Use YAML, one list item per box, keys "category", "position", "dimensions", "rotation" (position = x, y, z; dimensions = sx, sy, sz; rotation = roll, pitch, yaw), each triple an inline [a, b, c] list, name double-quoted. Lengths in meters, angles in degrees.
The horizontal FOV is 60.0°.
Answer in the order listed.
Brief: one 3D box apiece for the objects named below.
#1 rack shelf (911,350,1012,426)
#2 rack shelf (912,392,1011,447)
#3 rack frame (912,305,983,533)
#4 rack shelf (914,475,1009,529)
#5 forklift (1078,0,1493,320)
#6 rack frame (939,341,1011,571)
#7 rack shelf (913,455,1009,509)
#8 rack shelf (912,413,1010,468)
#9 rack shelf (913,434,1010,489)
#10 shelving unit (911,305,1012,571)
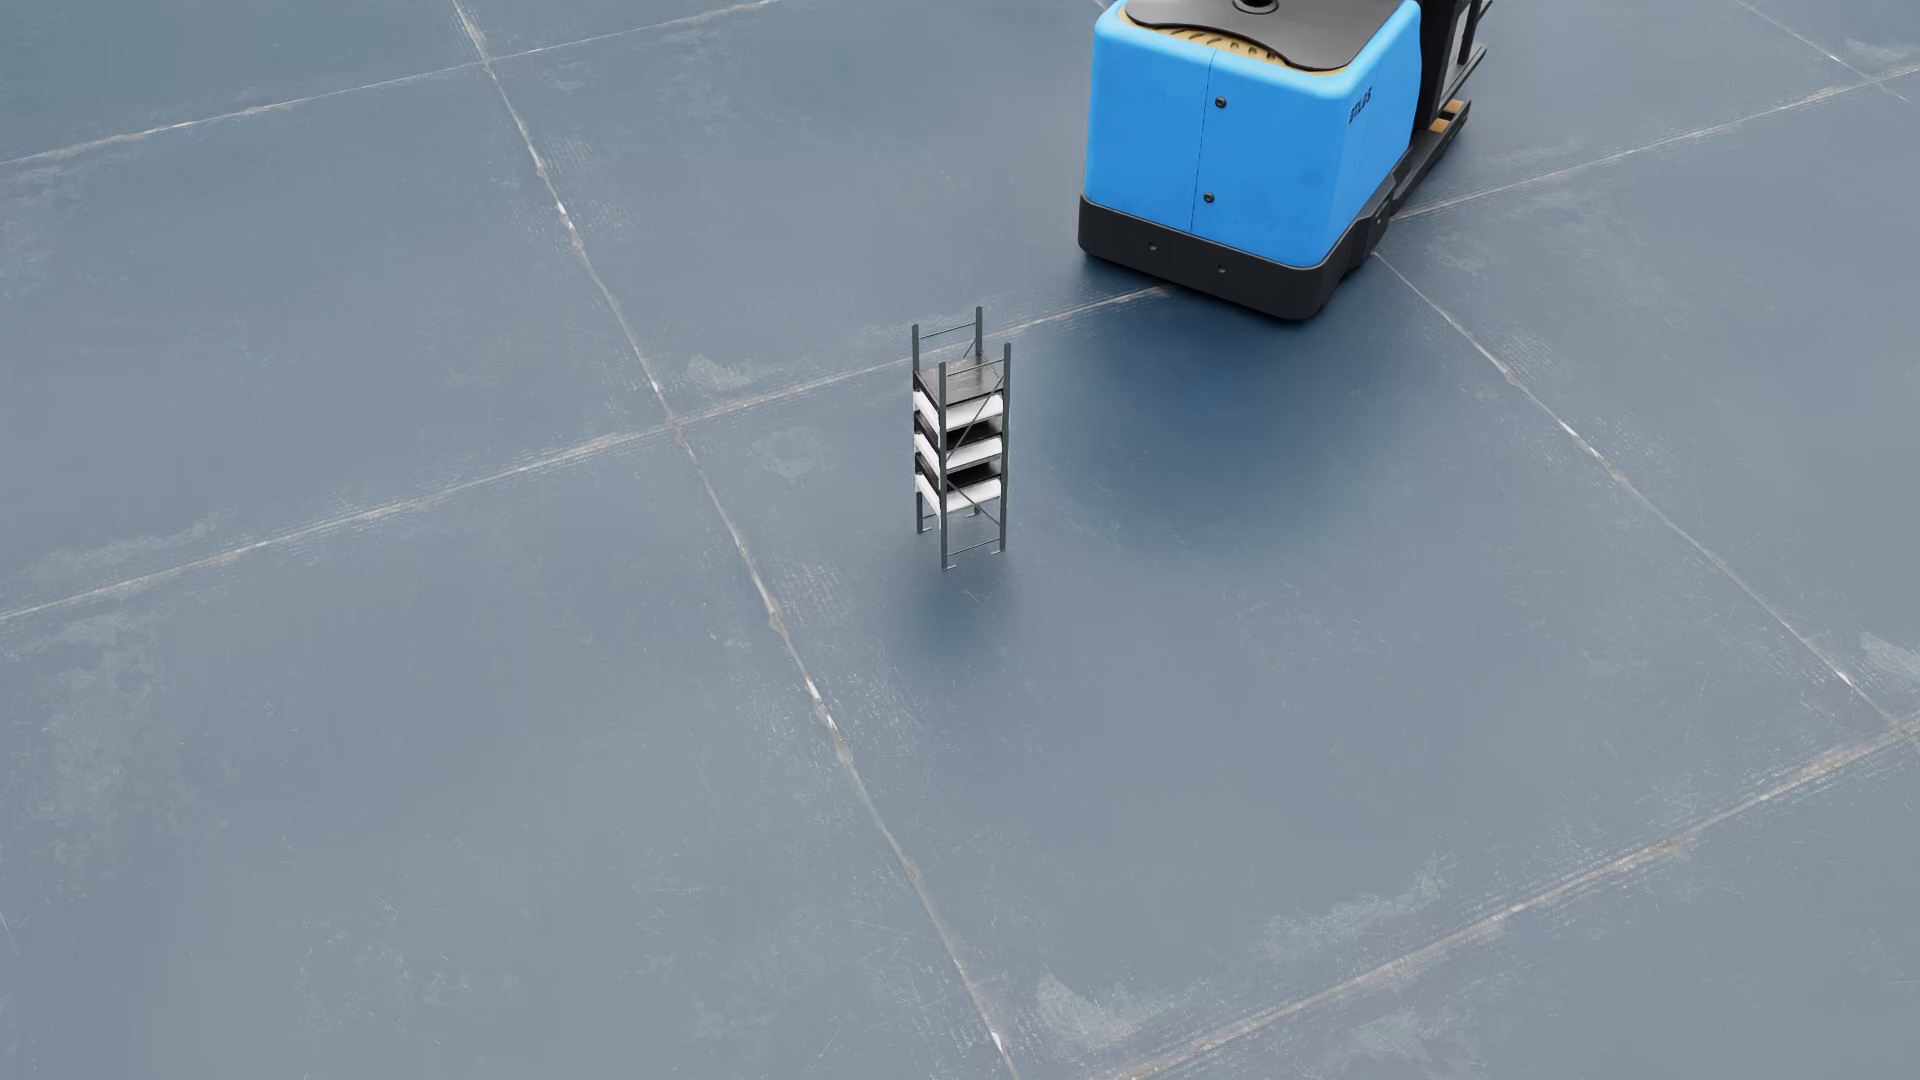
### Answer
- category: "rack shelf"
  position: [0.003, -0.484, 5.262]
  dimensions: [0.258, 0.077, 0.200]
  rotation: [-18, 47, -17]
- category: "rack shelf"
  position: [0.003, -0.420, 5.326]
  dimensions: [0.258, 0.077, 0.200]
  rotation: [-18, 47, -17]
- category: "rack frame"
  position: [-0.039, -0.380, 5.494]
  dimensions: [0.240, 0.900, 0.006]
  rotation: [-18, 47, -17]
- category: "rack shelf"
  position: [0.003, -0.163, 5.579]
  dimensions: [0.258, 0.077, 0.200]
  rotation: [-18, 47, -17]
- category: "forklift"
  position: [1.674, -2.929, 6.631]
  dimensions: [1.130, 2.935, 3.031]
  rotation: [23, 49, 21]
- category: "rack frame"
  position: [0.046, -0.250, 5.363]
  dimensions: [0.240, 0.900, 0.006]
  rotation: [-18, 47, -17]
- category: "rack shelf"
  position: [0.003, -0.227, 5.515]
  dimensions: [0.258, 0.077, 0.200]
  rotation: [-18, 47, -17]
- category: "rack shelf"
  position: [0.003, -0.355, 5.389]
  dimensions: [0.258, 0.077, 0.200]
  rotation: [-18, 47, -17]
- category: "rack shelf"
  position: [0.003, -0.291, 5.452]
  dimensions: [0.258, 0.077, 0.200]
  rotation: [-18, 47, -17]
- category: "shelving unit"
  position: [0.003, -0.315, 5.429]
  dimensions: [0.258, 0.900, 0.210]
  rotation: [-18, 47, -17]
